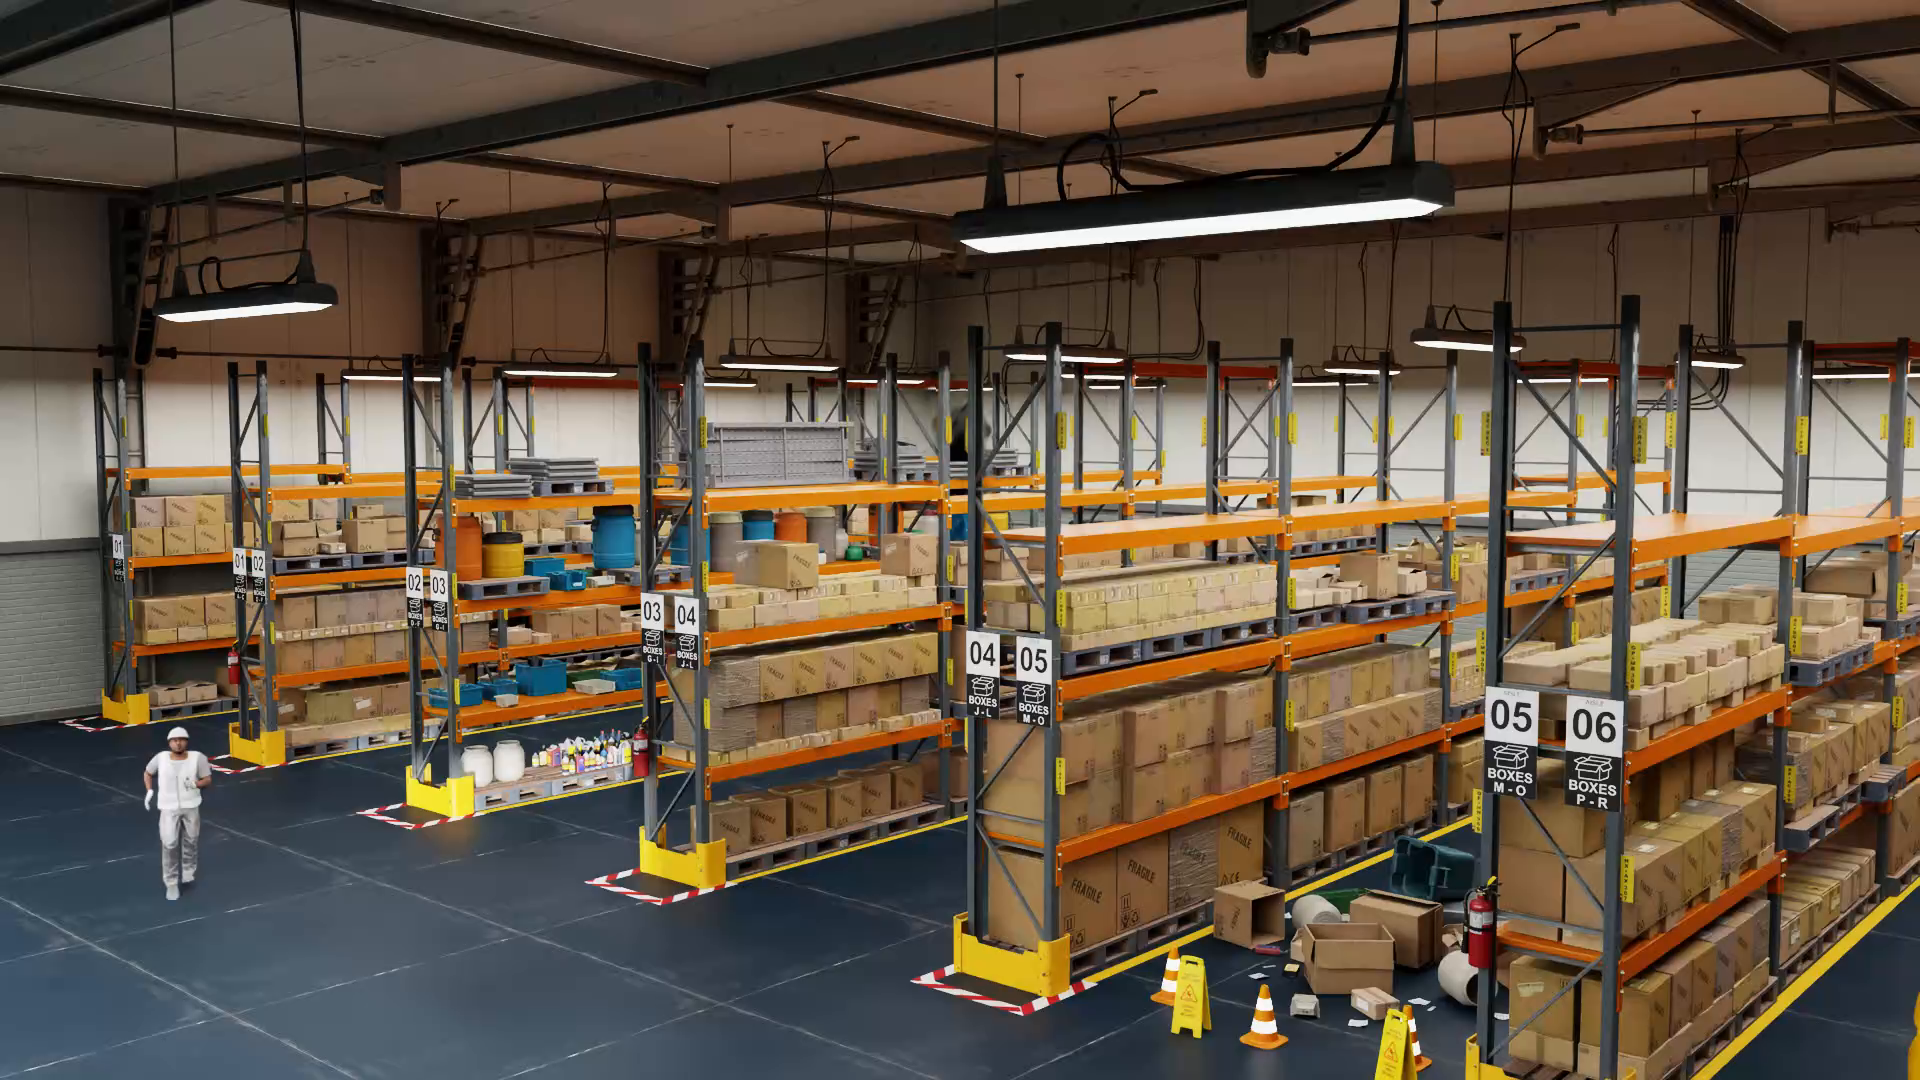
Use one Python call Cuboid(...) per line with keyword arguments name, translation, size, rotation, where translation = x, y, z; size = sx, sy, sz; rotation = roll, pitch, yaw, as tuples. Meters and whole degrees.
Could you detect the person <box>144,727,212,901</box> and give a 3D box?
Cuboid(name="person", translation=(-8.477, 2.946, 18.055), size=(0.663, 1.847, 0.785), rotation=(-2, 5, -28))
